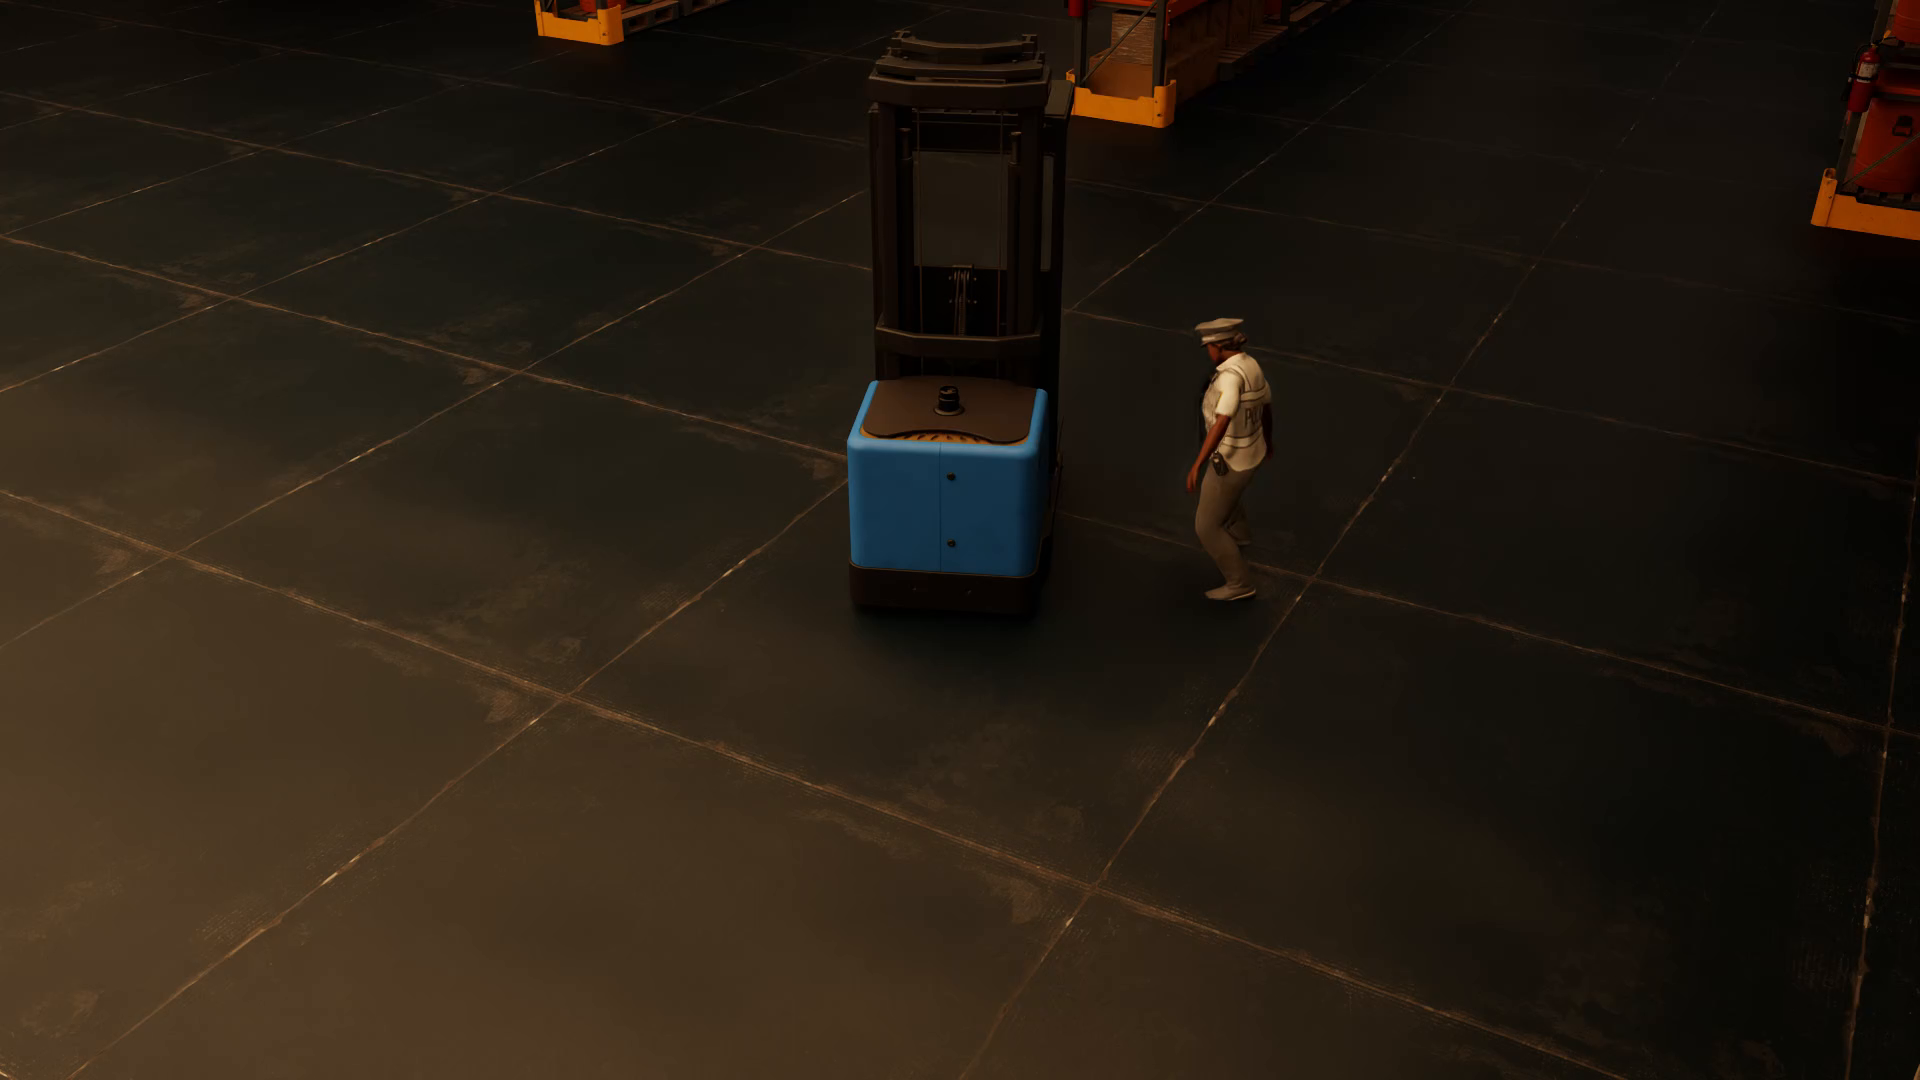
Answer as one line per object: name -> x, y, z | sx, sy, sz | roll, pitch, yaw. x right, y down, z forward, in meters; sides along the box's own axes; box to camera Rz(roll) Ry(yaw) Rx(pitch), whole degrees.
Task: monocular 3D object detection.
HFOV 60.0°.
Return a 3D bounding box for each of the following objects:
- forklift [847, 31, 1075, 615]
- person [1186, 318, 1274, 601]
forklift -> 0.072, -1.572, 9.794 | 1.130, 2.935, 3.031 | 3, 30, 6
person -> 1.489, -0.444, 9.223 | 0.514, 1.610, 1.067 | 15, 33, 24
